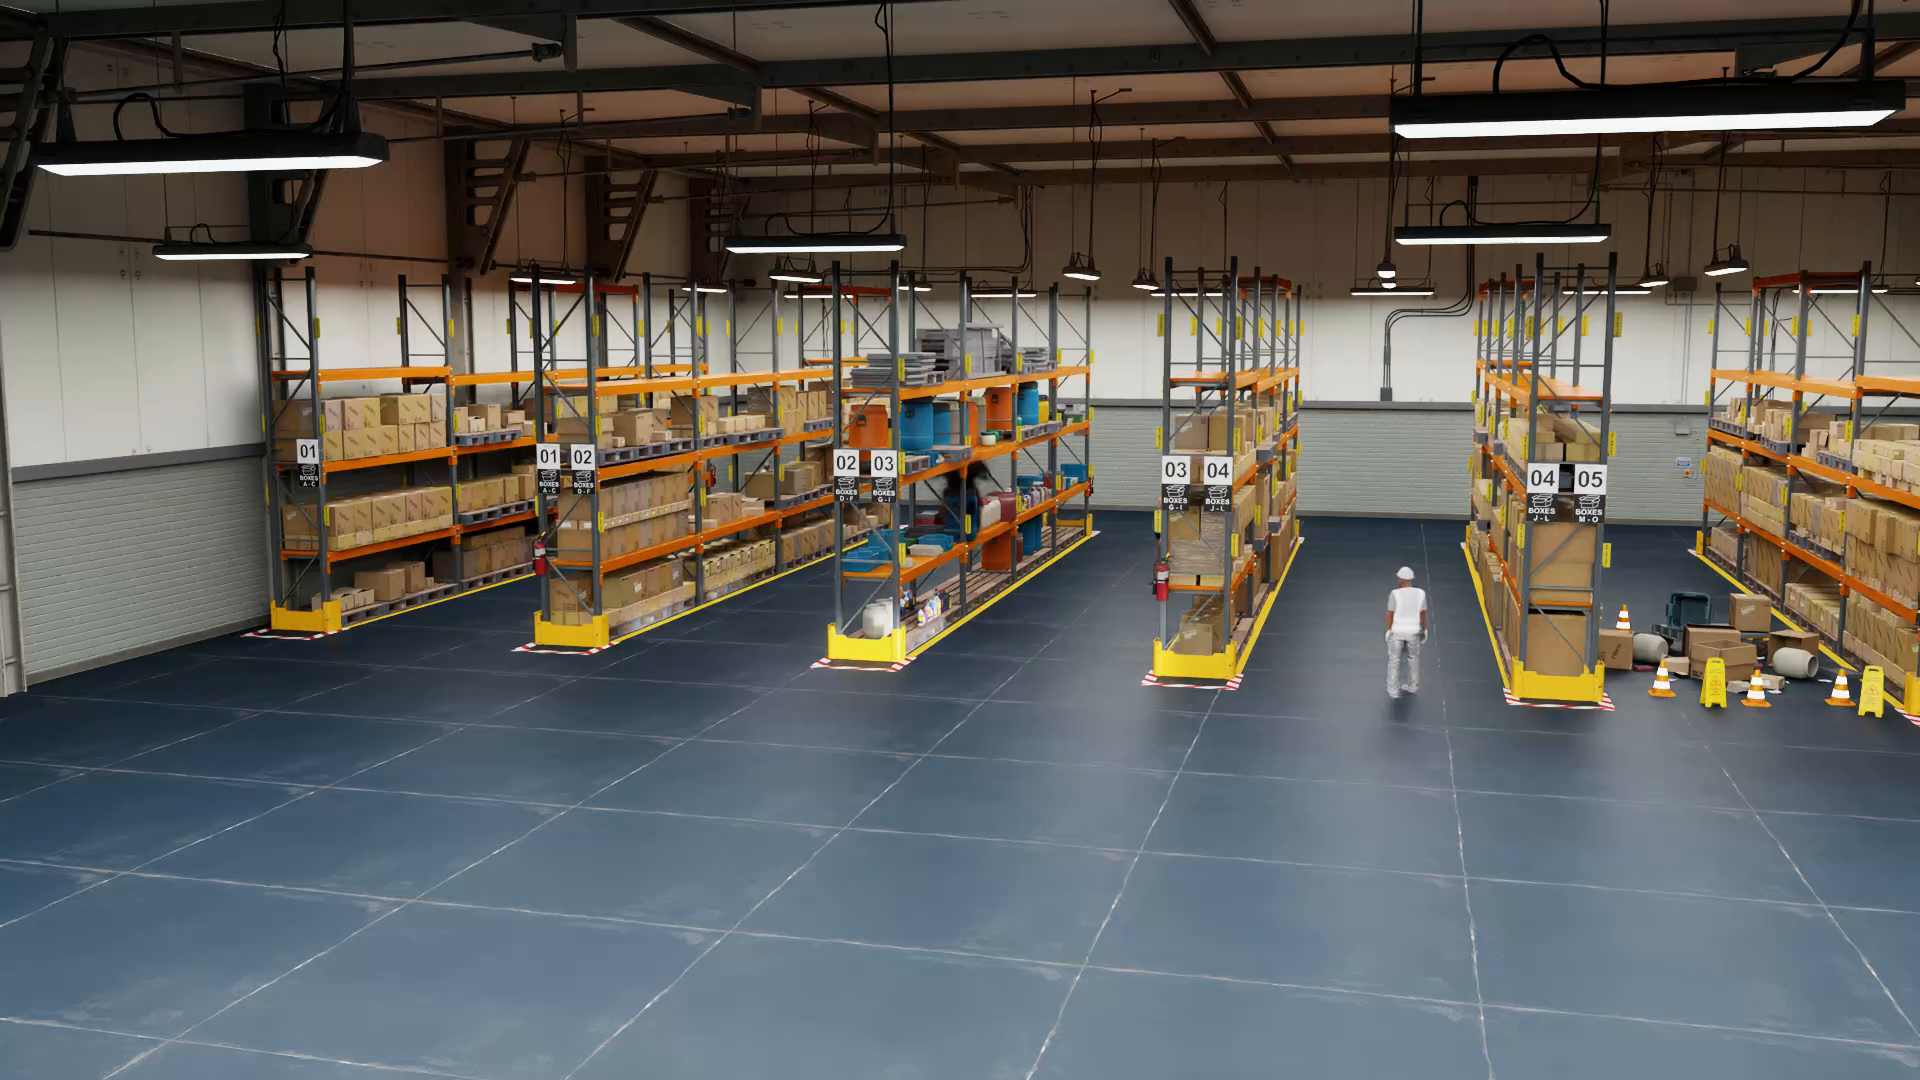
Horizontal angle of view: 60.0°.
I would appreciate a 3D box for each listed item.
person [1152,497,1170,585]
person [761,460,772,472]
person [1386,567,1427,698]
[{"bbox_3d":[3.973,-0.003,32.660,0.393,1.727,0.547,0,7,4],"label":"person"},{"bbox_3d":[-4.870,-1.191,42.360,0.366,1.705,0.465,7,10,42],"label":"person"},{"bbox_3d":[6.112,1.240,22.768,0.549,1.782,0.596,2,7,13],"label":"person"}]
